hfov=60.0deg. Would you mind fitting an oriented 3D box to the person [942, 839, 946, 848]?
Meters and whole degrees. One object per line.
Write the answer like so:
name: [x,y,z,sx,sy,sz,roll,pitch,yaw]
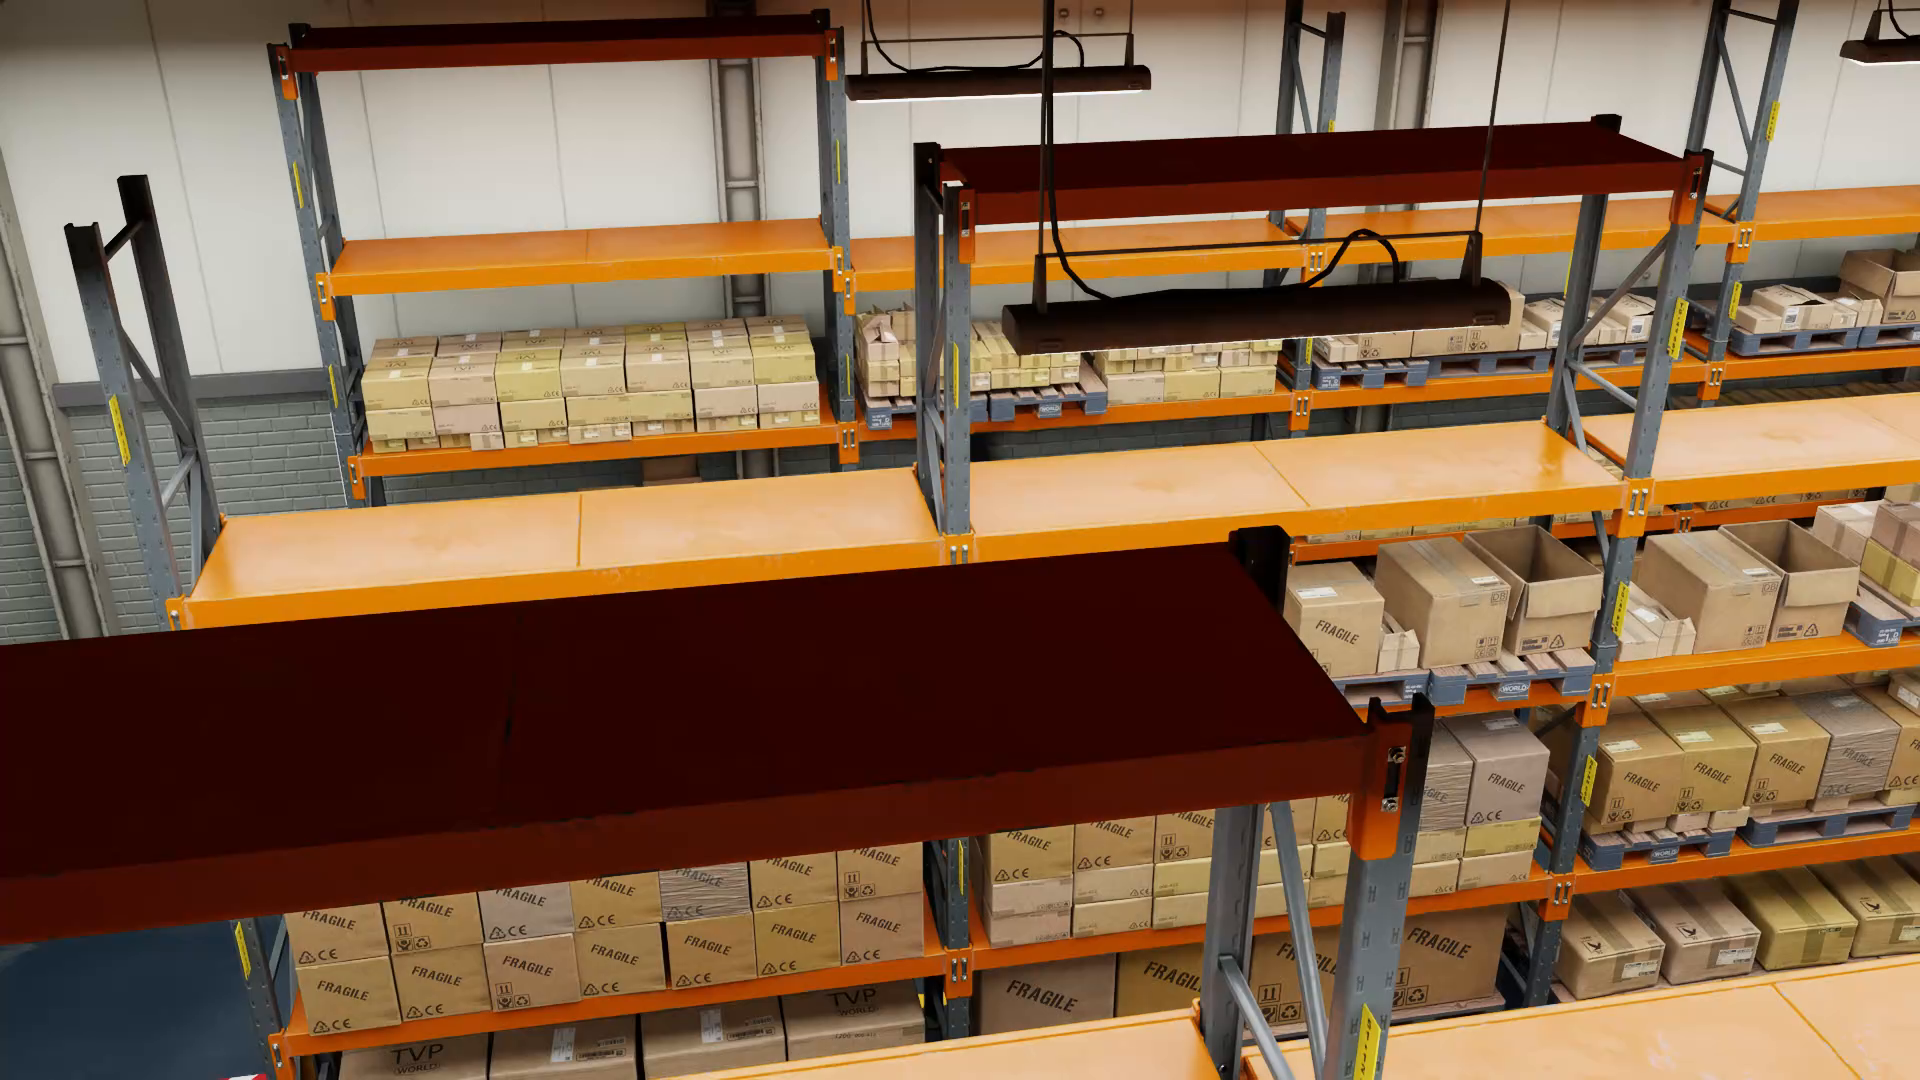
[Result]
person: [-0.247,1.858,11.927,0.699,1.630,0.580,-6,26,-12]
